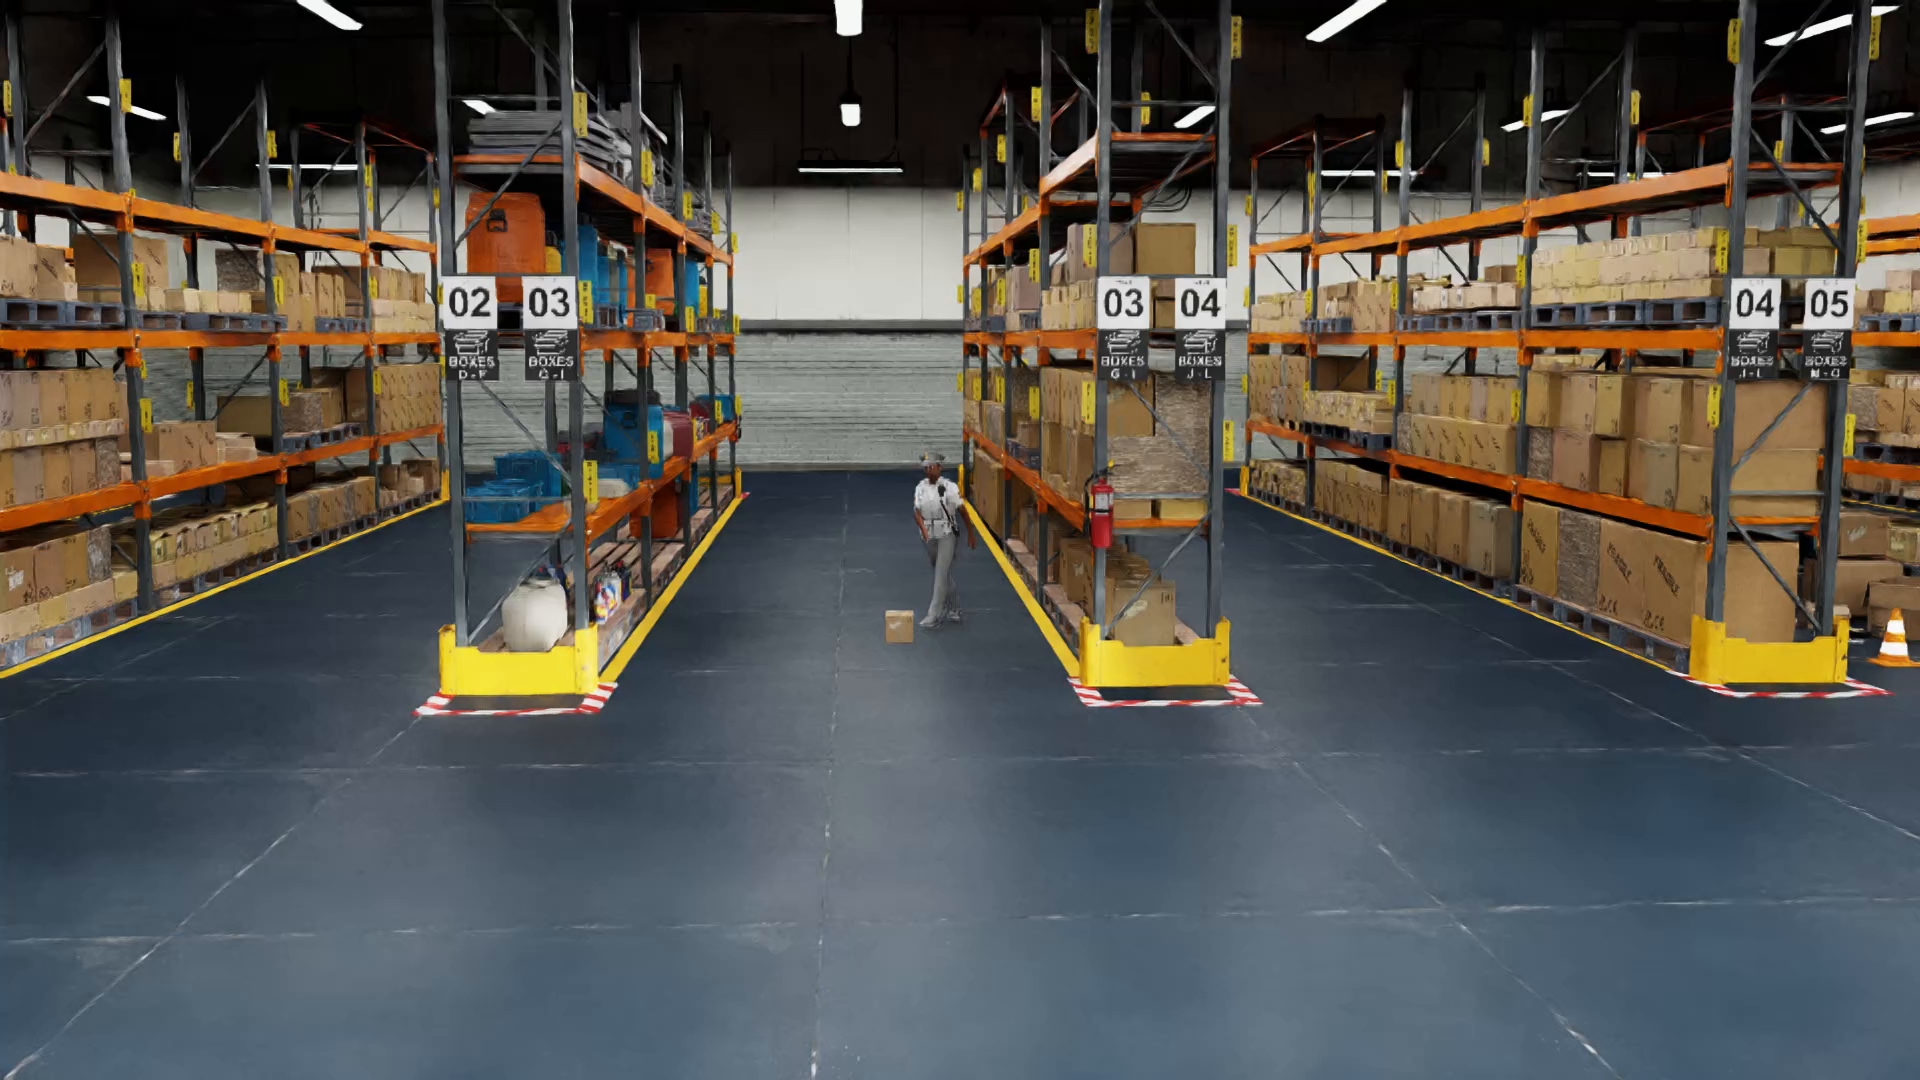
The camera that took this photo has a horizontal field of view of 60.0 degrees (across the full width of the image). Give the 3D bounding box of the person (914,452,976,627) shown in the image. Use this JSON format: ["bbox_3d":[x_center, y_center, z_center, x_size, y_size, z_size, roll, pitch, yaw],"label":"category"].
[{"bbox_3d":[-0.212,-0.023,15.822,0.507,1.632,0.866,3,8,26],"label":"person"}]
